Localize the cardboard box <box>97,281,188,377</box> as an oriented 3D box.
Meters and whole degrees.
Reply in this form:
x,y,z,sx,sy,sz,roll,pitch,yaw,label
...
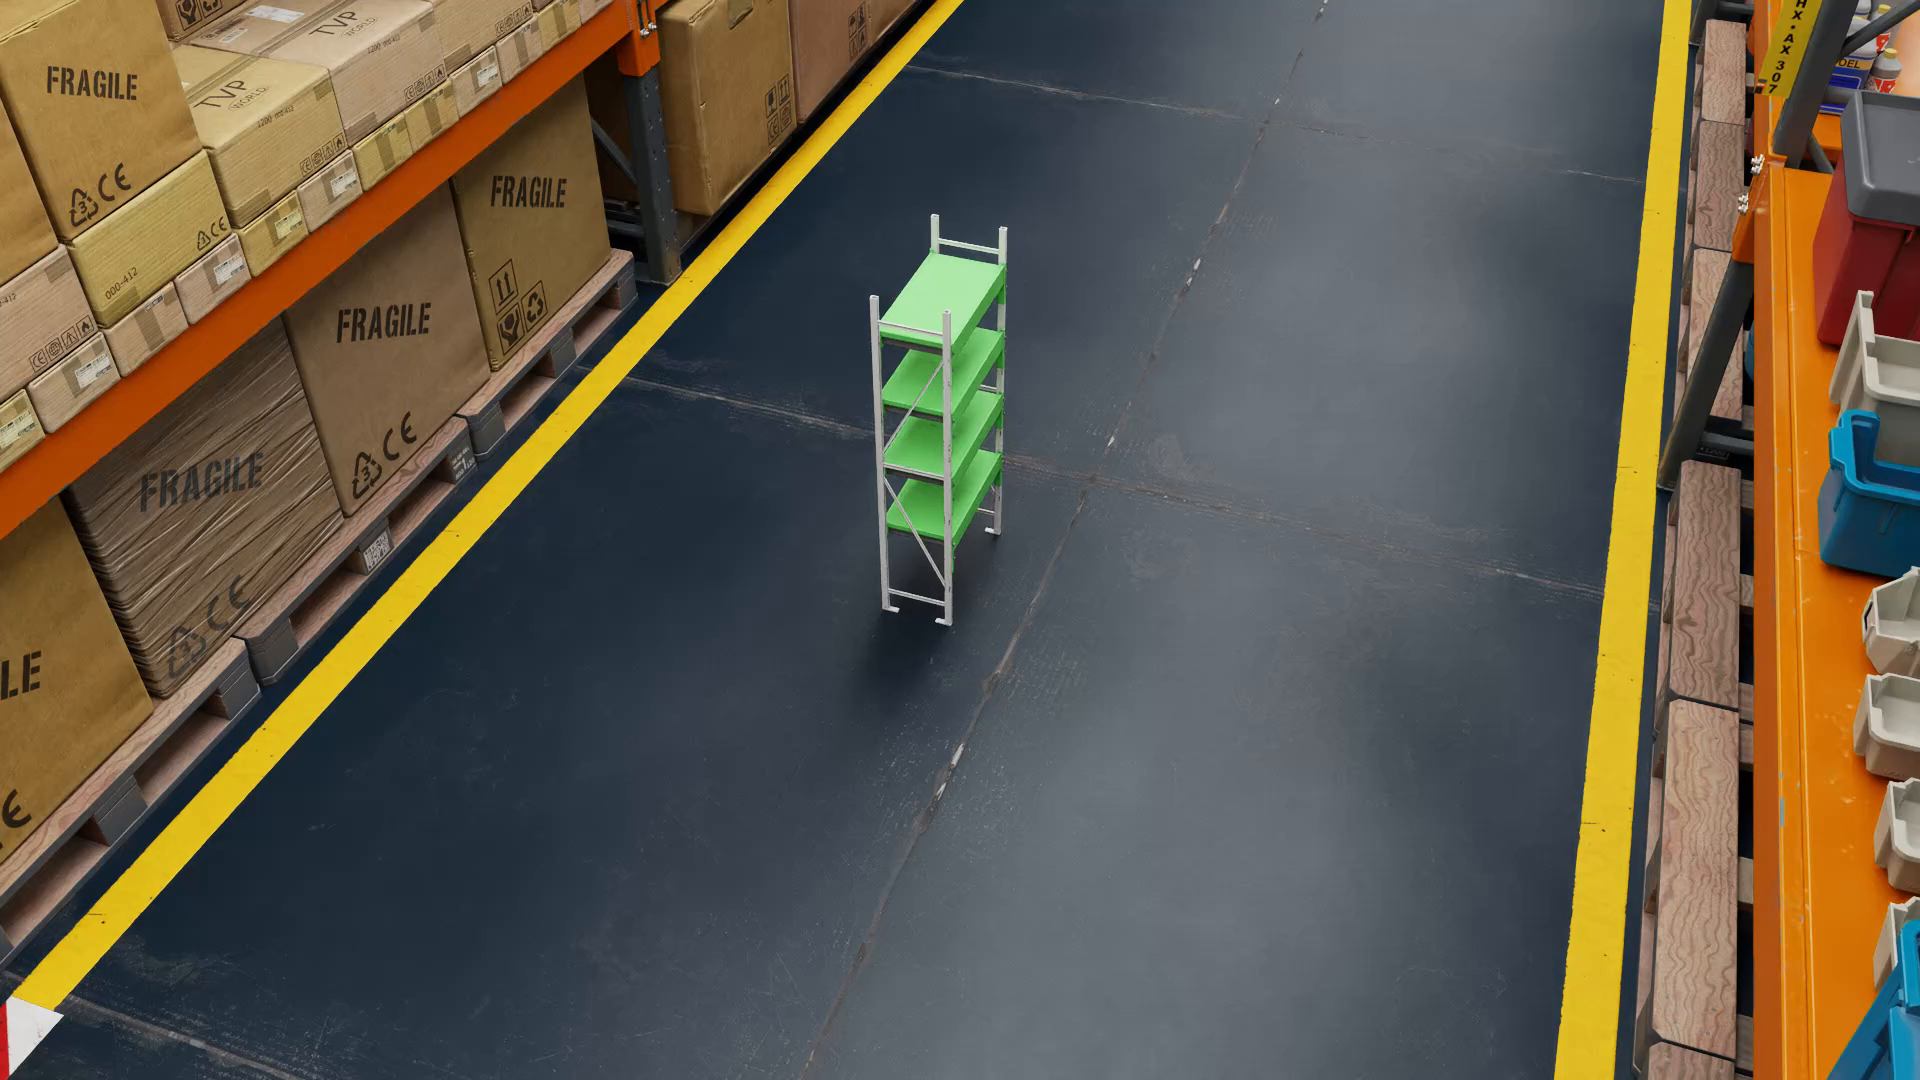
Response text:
x,y,z,sx,sy,sz,roll,pitch,yaw,label
-2.257,-0.581,4.314,0.380,0.149,0.250,13,42,14,cardboard box

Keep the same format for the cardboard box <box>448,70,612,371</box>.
x,y,z,sx,sy,sz,roll,pitch,yaw,label
-1.971,-1.313,6.291,0.875,0.875,0.875,13,42,15,cardboard box

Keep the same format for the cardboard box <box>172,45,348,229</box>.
x,y,z,sx,sy,sz,roll,pitch,yaw,label
-2.100,-1.139,4.660,0.500,0.250,0.500,12,42,14,cardboard box

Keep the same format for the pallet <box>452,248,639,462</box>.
x,y,z,sx,sy,sz,roll,pitch,yaw,label
-2.004,-0.839,6.571,1.003,0.211,1.213,13,42,15,pallet

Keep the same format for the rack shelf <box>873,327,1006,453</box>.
x,y,z,sx,sy,sz,roll,pitch,yaw,label
-0.057,-0.489,5.128,0.258,0.148,0.480,13,42,15,rack shelf

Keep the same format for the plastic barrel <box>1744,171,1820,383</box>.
x,y,z,sx,sy,sz,roll,pitch,yaw,label
3.186,-0.936,5.830,0.600,0.901,0.708,13,42,15,plastic barrel

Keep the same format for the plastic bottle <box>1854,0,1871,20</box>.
x,y,z,sx,sy,sz,roll,pitch,yaw,label
2.940,-1.735,5.568,0.152,0.276,0.135,13,42,15,plastic bottle

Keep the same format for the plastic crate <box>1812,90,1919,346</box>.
x,y,z,sx,sy,sz,roll,pitch,yaw,label
2.443,-0.805,4.287,0.402,0.464,0.583,13,42,15,plastic crate

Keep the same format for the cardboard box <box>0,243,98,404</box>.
x,y,z,sx,sy,sz,roll,pitch,yaw,label
-2.449,-0.514,3.928,0.500,0.250,0.500,13,42,15,cardboard box

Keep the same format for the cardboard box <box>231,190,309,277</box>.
x,y,z,sx,sy,sz,roll,pitch,yaw,label
-2.082,-0.893,4.679,0.380,0.149,0.250,12,42,14,cardboard box

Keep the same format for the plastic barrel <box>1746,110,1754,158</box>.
x,y,z,sx,sy,sz,roll,pitch,yaw,label
3.814,-1.938,7.245,0.600,0.588,0.708,13,42,15,plastic barrel

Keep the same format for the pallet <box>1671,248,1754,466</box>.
x,y,z,sx,sy,sz,roll,pitch,yaw,label
3.287,-0.647,6.346,1.003,0.211,1.213,13,42,15,pallet

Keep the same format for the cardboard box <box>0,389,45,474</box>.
x,y,z,sx,sy,sz,roll,pitch,yaw,label
-2.433,-0.267,3.946,0.380,0.149,0.250,12,42,14,cardboard box

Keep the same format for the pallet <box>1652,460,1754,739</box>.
x,y,z,sx,sy,sz,roll,pitch,yaw,label
2.769,0.271,5.270,1.003,0.211,1.213,13,42,15,pallet

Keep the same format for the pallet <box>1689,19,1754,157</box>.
x,y,z,sx,sy,sz,roll,pitch,yaw,label
4.121,-2.136,8.091,1.003,0.211,1.213,13,42,15,pallet

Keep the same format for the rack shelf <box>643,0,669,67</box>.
x,y,z,sx,sy,sz,roll,pitch,yaw,label
-0.987,-3.292,7.852,1.077,0.370,4.000,13,42,15,rack shelf

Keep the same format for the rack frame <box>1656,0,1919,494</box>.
x,y,z,sx,sy,sz,roll,pitch,yaw,label
2.984,-1.247,4.900,1.000,3.000,0.127,13,42,15,rack frame

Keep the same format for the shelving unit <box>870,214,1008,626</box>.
x,y,z,sx,sy,sz,roll,pitch,yaw,label
-0.057,-0.355,5.242,0.258,1.200,0.503,13,42,15,shelving unit

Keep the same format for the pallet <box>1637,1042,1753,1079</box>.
x,y,z,sx,sy,sz,roll,pitch,yaw,label
1.934,1.759,3.525,1.003,0.211,1.213,13,42,15,pallet

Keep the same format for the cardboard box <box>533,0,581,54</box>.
x,y,z,sx,sy,sz,roll,pitch,yaw,label
-1.555,-1.835,5.783,0.380,0.149,0.250,14,42,16,cardboard box

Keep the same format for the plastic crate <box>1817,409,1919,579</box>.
x,y,z,sx,sy,sz,roll,pitch,yaw,label
2.077,-0.076,3.611,0.416,0.233,0.300,13,42,15,plastic crate

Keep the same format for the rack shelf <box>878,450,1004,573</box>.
x,y,z,sx,sy,sz,roll,pitch,yaw,label
-0.057,-0.124,5.439,0.258,0.148,0.480,13,42,15,rack shelf

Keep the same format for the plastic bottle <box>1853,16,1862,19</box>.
x,y,z,sx,sy,sz,roll,pitch,yaw,label
2.931,-1.628,5.500,0.097,0.201,0.097,0,40,0,plastic bottle

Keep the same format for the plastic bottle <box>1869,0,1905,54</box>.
x,y,z,sx,sy,sz,roll,pitch,yaw,label
3.126,-1.829,5.621,0.144,0.351,0.185,13,42,15,plastic bottle

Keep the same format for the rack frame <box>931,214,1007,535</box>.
x,y,z,sx,sy,sz,roll,pitch,yaw,label
0.027,-0.504,5.417,0.240,1.200,0.015,13,42,15,rack frame

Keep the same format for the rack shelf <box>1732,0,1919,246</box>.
x,y,z,sx,sy,sz,roll,pitch,yaw,label
3.668,-2.193,6.564,1.077,0.370,4.000,13,42,15,rack shelf

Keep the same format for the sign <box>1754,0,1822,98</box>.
x,y,z,sx,sy,sz,roll,pitch,yaw,label
2.467,-1.475,4.955,0.100,0.325,0.005,13,42,15,sign

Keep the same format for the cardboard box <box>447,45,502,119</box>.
x,y,z,sx,sy,sz,roll,pitch,yaw,label
-1.731,-1.521,5.416,0.380,0.149,0.250,14,42,16,cardboard box

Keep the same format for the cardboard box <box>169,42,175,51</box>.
x,y,z,sx,sy,sz,roll,pitch,yaw,label
-2.600,-1.255,4.797,0.500,0.250,0.500,13,42,15,cardboard box

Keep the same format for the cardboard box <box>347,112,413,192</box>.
x,y,z,sx,sy,sz,roll,pitch,yaw,label
-1.906,-1.208,5.048,0.380,0.149,0.250,13,42,14,cardboard box

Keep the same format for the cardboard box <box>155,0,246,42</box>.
x,y,z,sx,sy,sz,roll,pitch,yaw,label
-2.424,-1.835,4.899,0.500,0.500,0.500,12,42,14,cardboard box

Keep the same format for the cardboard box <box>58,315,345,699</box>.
x,y,z,sx,sy,sz,roll,pitch,yaw,label
-2.584,-0.221,5.012,0.875,0.875,0.875,13,42,15,cardboard box

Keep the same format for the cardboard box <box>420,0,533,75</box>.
x,y,z,sx,sy,sz,roll,pitch,yaw,label
-1.750,-1.759,5.387,0.500,0.250,0.500,15,43,16,cardboard box

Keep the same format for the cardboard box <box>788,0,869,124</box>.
x,y,z,sx,sy,sz,roll,pitch,yaw,label
-1.166,-2.638,7.844,1.225,0.875,0.875,12,42,14,cardboard box

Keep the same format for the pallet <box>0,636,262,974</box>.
x,y,z,sx,sy,sz,roll,pitch,yaw,label
-2.839,0.649,4.826,1.003,0.211,1.213,13,42,15,pallet

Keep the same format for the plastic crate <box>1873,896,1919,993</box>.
x,y,z,sx,sy,sz,roll,pitch,yaw,label
1.725,0.733,2.737,0.396,0.136,0.243,13,42,15,plastic crate

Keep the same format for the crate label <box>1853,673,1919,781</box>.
x,y,z,sx,sy,sz,roll,pitch,yaw,label
1.910,0.384,3.146,0.396,0.136,0.243,13,42,15,crate label

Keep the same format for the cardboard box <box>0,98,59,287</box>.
x,y,z,sx,sy,sz,roll,pitch,yaw,label
-2.450,-0.786,3.668,0.500,0.500,0.500,12,42,14,cardboard box

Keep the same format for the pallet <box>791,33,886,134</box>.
x,y,z,sx,sy,sz,roll,pitch,yaw,label
-1.062,-2.519,8.540,1.003,0.211,1.213,13,42,15,pallet
